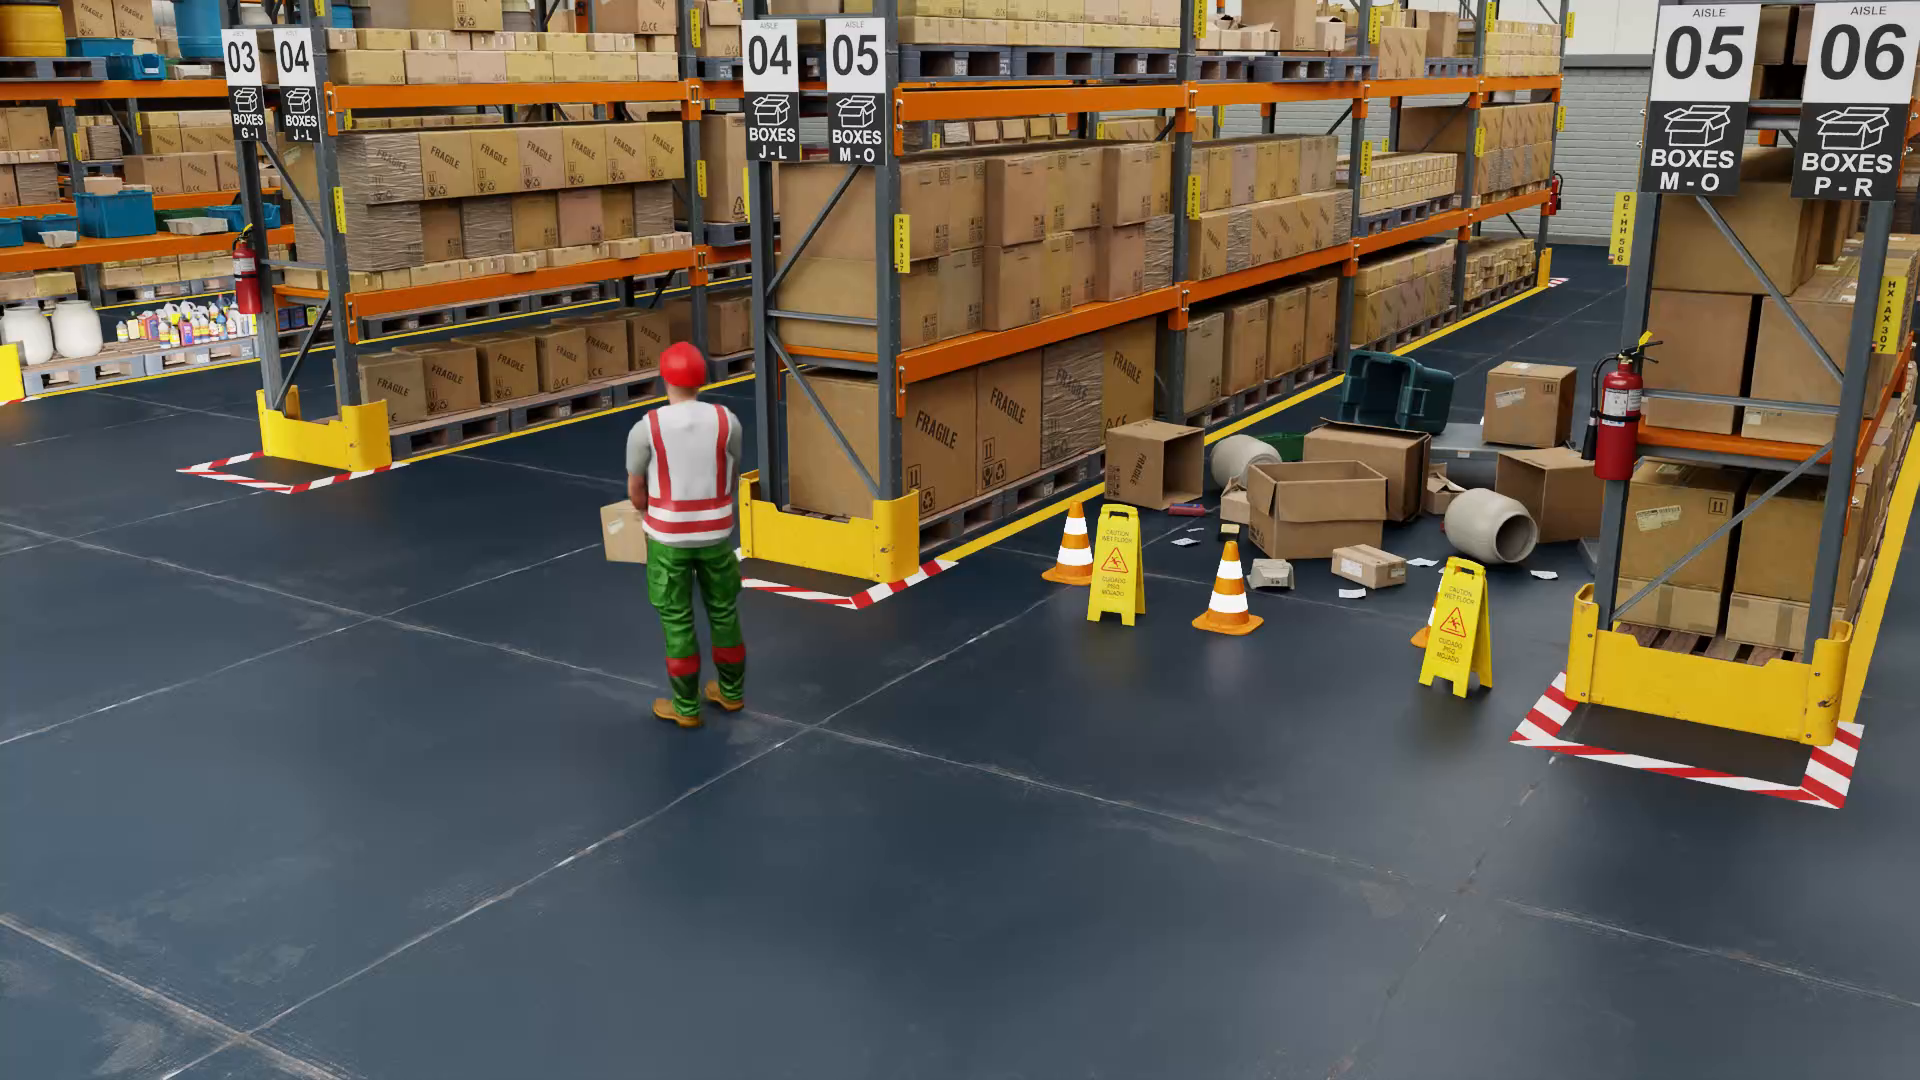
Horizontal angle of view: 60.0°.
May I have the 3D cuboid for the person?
[{"bbox_3d":[-1.255,-0.034,7.582,0.524,1.792,0.526,-6,17,-21],"label":"person"}]
